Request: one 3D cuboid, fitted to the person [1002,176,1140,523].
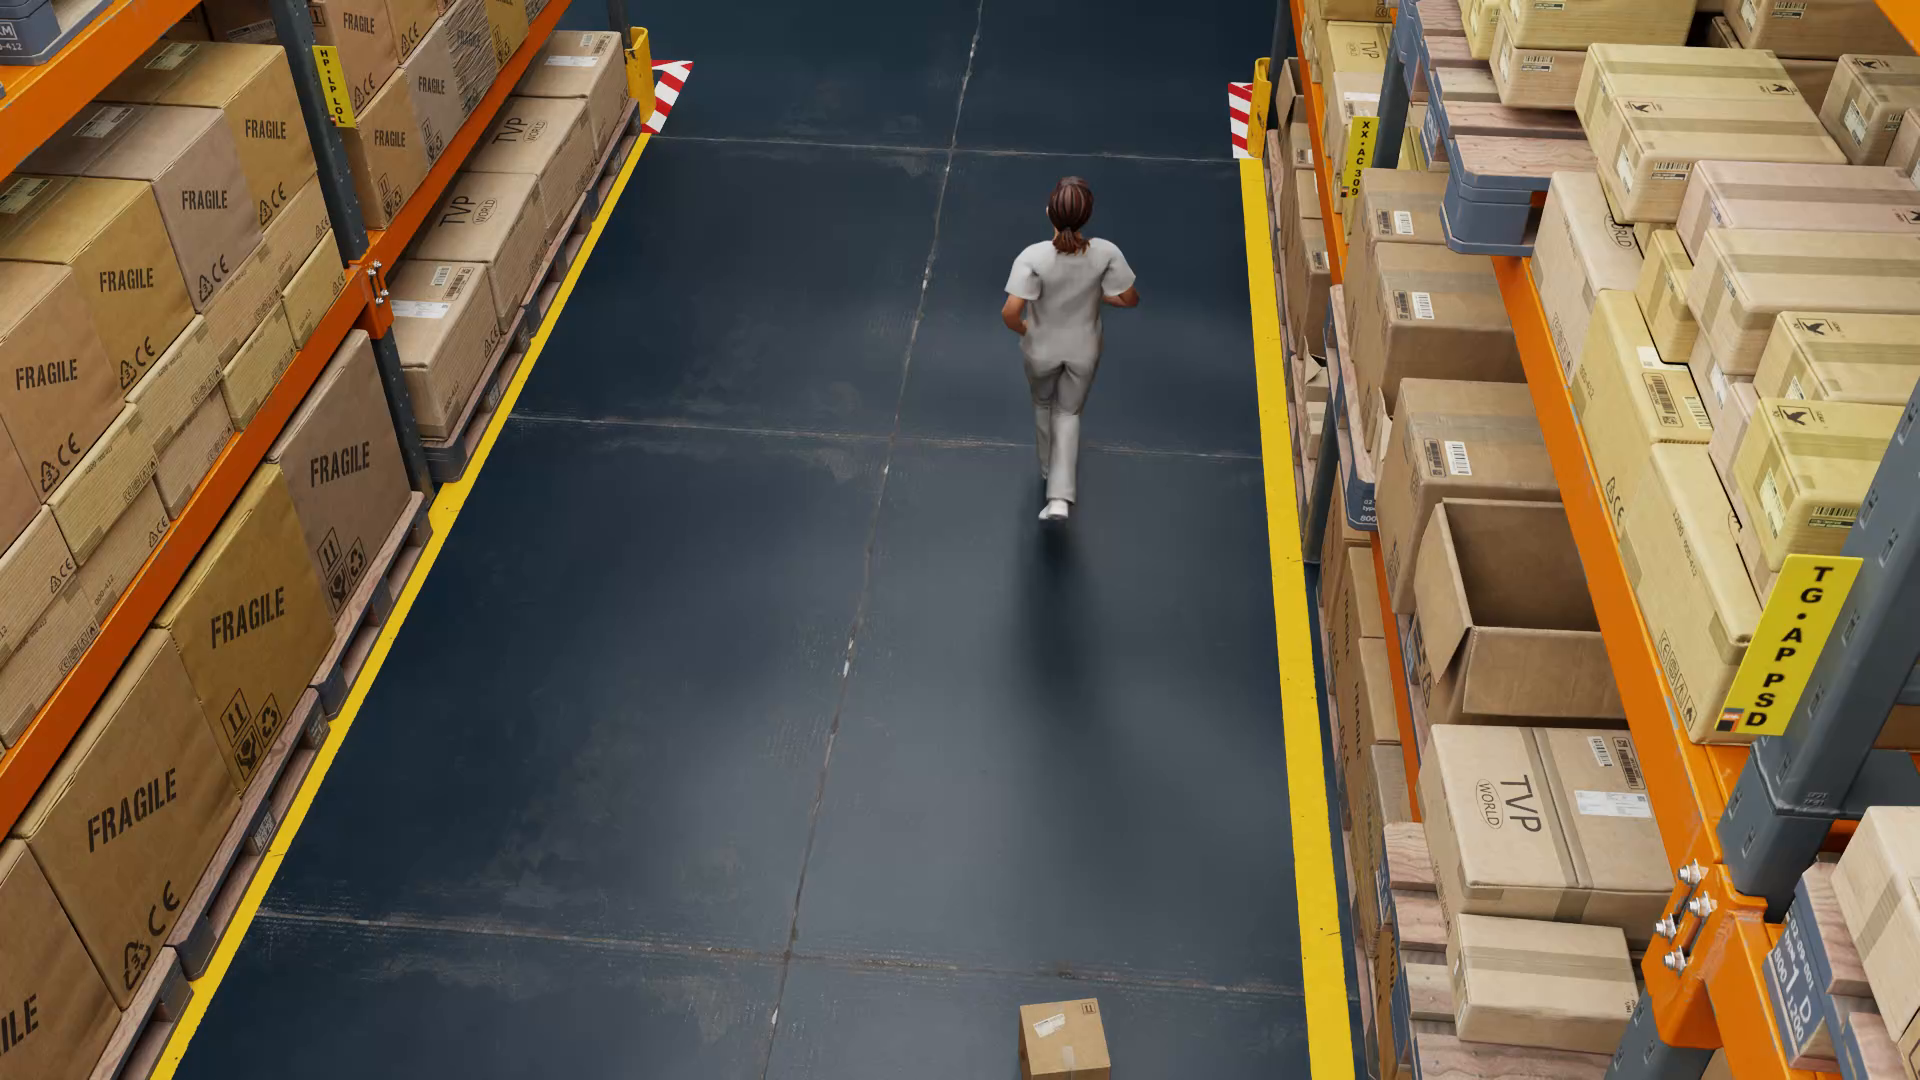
[{"bbox_3d":[0.455,-0.783,7.091,0.580,1.665,0.763,-1,40,-2],"label":"person"}]
